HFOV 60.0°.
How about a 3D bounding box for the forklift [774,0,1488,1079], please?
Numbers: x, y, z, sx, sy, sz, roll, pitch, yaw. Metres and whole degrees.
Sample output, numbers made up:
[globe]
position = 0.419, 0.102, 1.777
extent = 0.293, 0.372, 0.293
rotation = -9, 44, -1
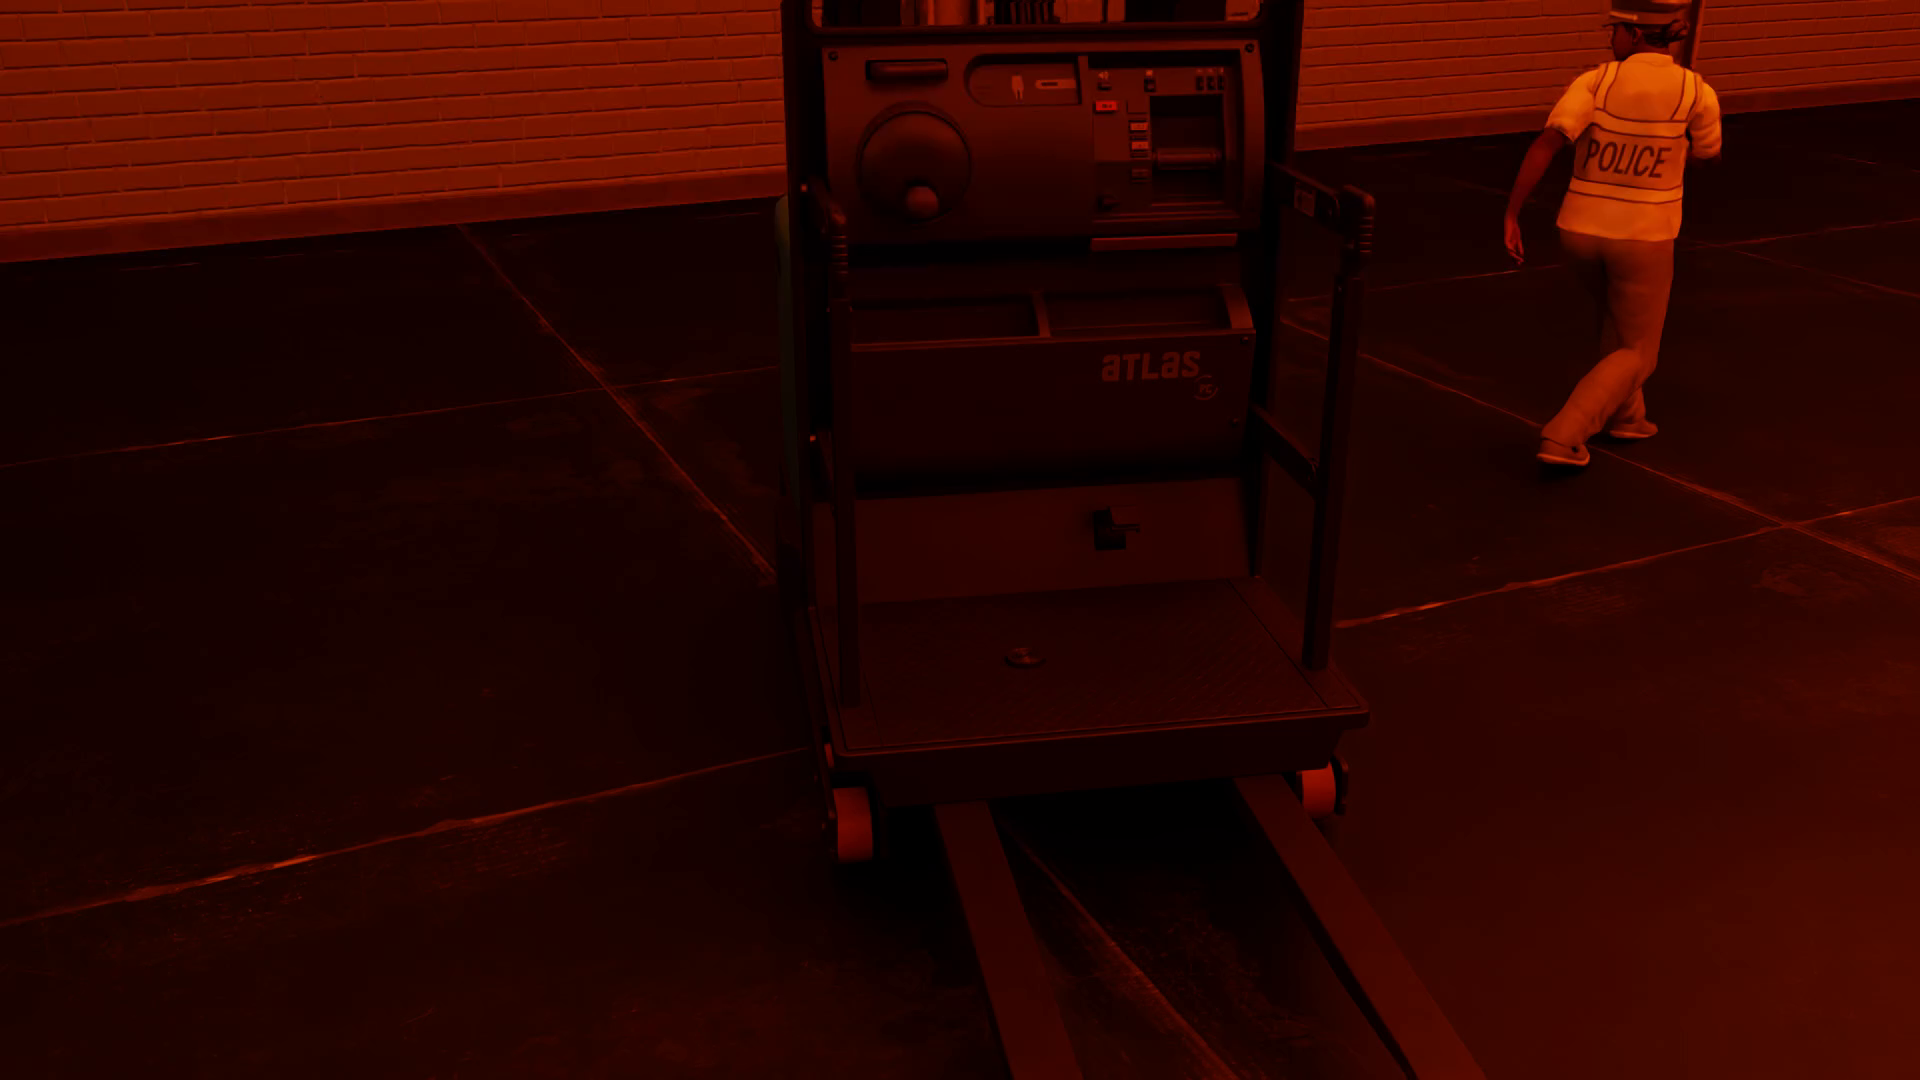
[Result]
[forklift]
position = 0.219, -0.824, 3.270
extent = 1.130, 2.935, 3.031
rotation = -4, 23, -9

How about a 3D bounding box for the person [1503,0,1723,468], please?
[person]
position = 2.208, -1.016, 5.553
extent = 0.890, 1.599, 0.470
rotation = -21, 30, -41
